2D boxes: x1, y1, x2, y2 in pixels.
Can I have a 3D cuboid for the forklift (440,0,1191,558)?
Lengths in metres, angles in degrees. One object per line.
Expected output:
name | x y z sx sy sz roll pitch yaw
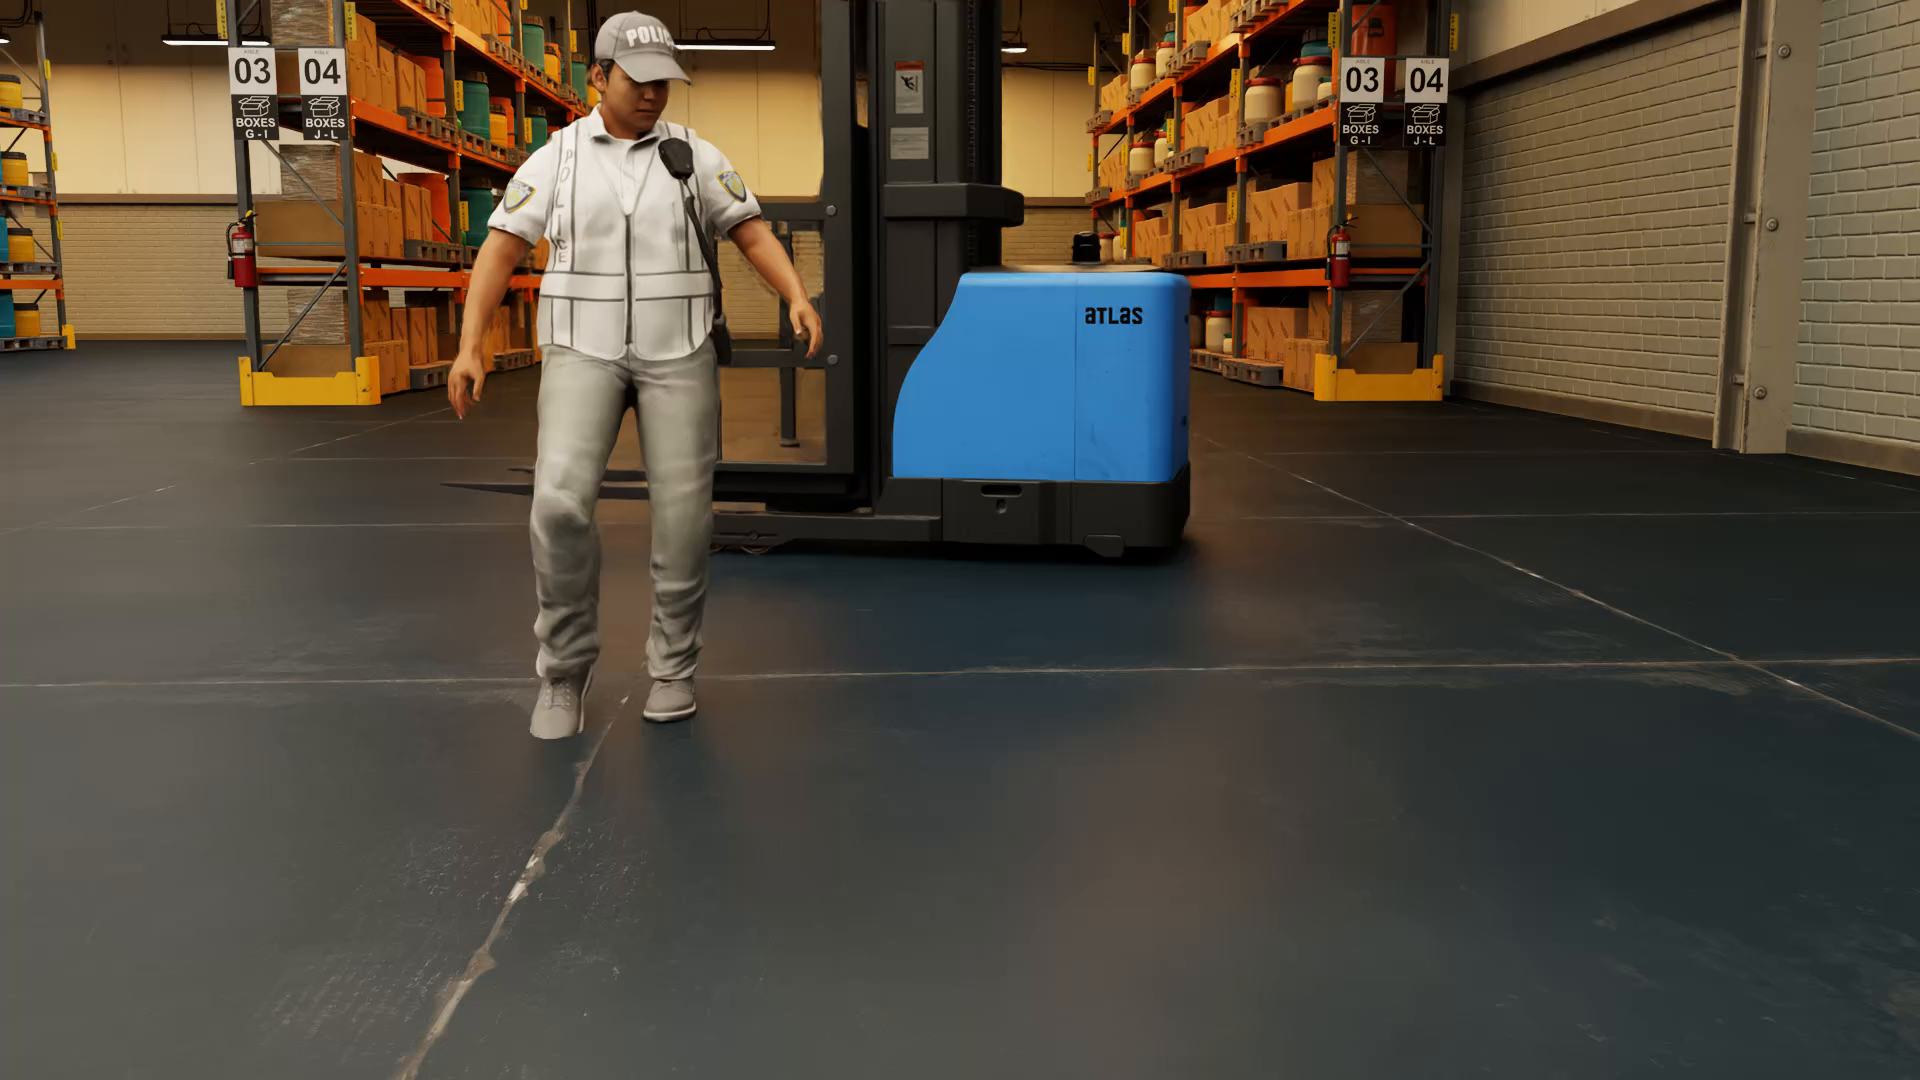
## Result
forklift | -0.599 -1.467 6.710 3.031 2.935 1.130 2 9 11

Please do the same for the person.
person | -0.754 -0.369 3.896 0.843 1.685 0.488 -1 9 -10
